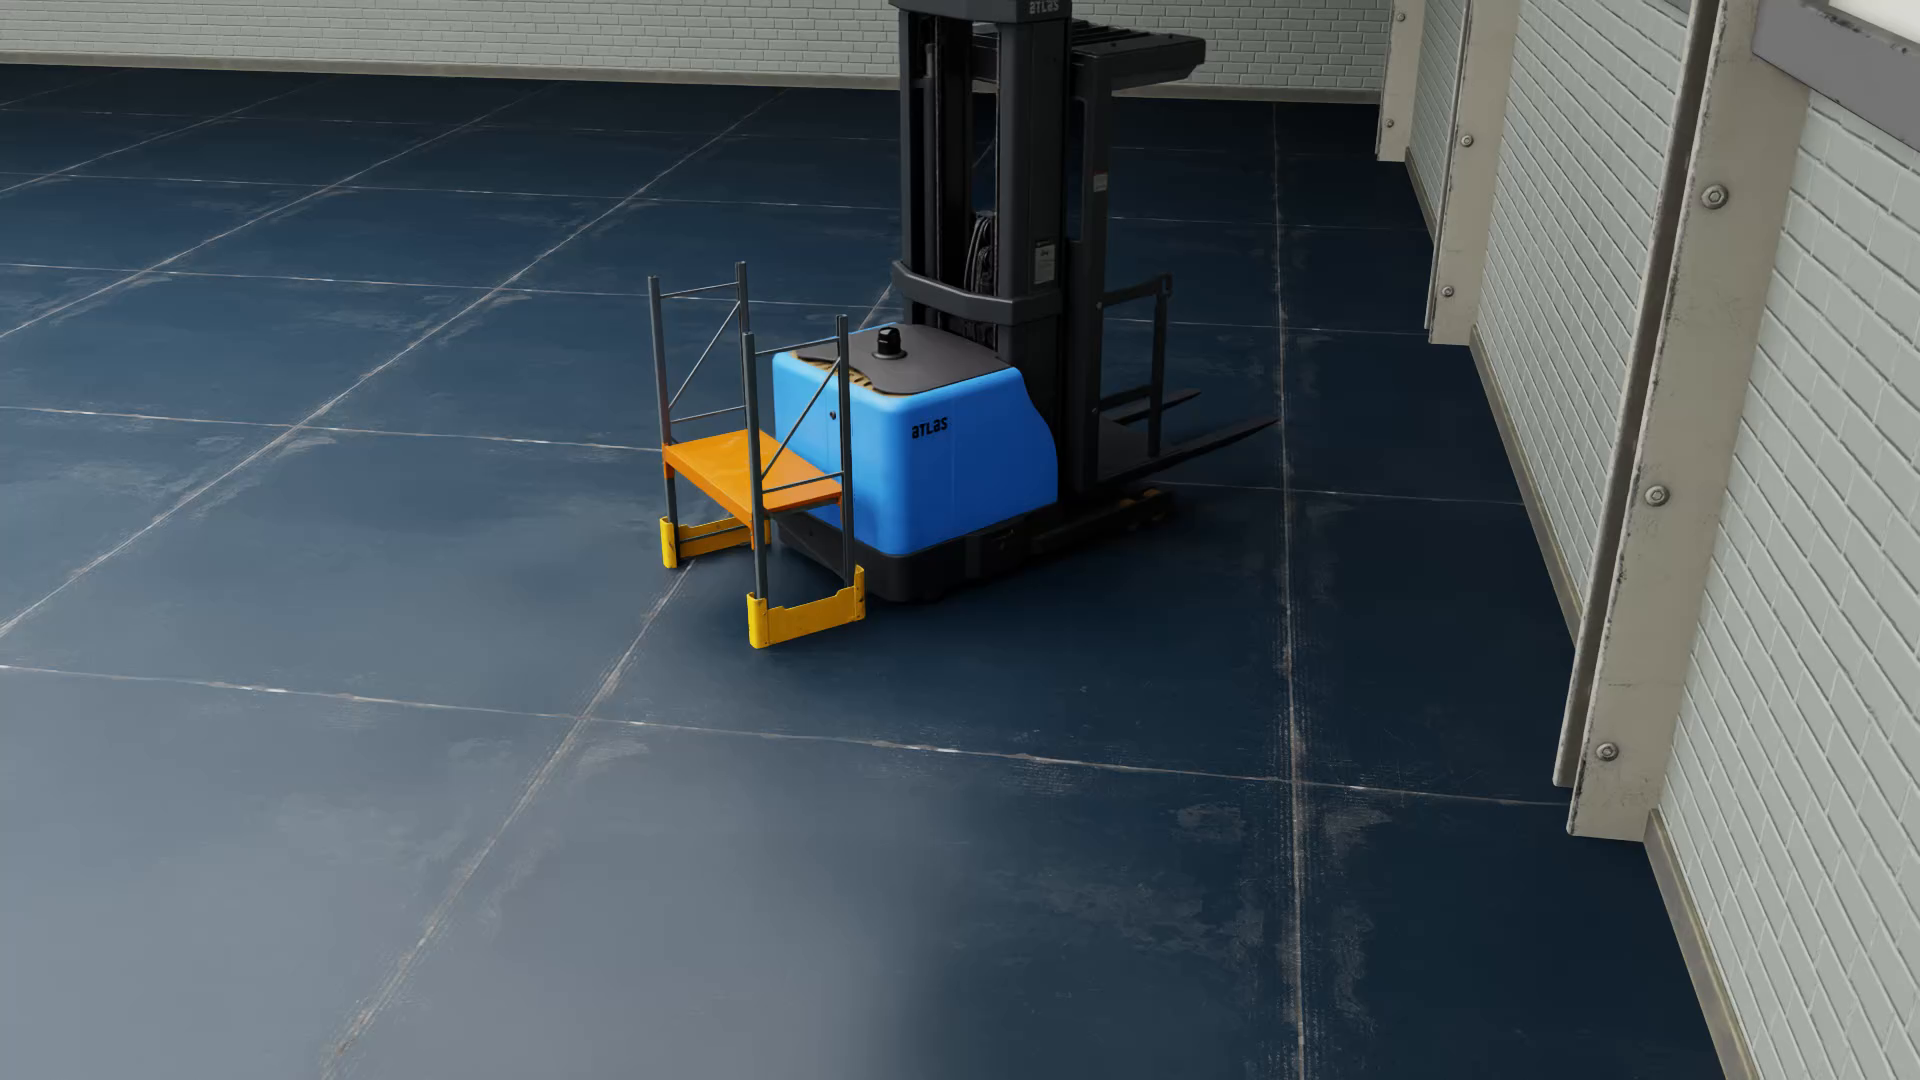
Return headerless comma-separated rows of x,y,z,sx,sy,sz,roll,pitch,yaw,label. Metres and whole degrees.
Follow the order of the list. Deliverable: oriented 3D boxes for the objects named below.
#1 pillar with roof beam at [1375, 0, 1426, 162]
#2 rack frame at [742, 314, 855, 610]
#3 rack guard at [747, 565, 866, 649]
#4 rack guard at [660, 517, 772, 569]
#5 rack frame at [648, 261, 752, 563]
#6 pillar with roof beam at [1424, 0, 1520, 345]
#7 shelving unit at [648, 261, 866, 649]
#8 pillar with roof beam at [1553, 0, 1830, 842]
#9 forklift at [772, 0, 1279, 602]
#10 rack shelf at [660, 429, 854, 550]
0.221,-8.340,15.952,9.100,9.000,0.400,4,25,9,pillar with roof beam
-0.713,-0.256,7.527,0.500,1.500,0.032,-15,29,-29,rack frame
-0.714,0.310,7.793,0.587,0.250,0.087,-15,29,-29,rack guard
-1.251,-0.046,8.553,0.587,0.250,0.087,-15,29,-29,rack guard
-1.261,-0.619,8.303,0.500,1.500,0.032,-15,29,-29,rack frame
-0.759,-5.830,10.591,9.100,9.000,0.400,4,25,9,pillar with roof beam
-0.982,-0.434,7.908,0.587,1.500,1.083,-15,29,-29,shelving unit
-1.740,-3.321,5.230,9.100,9.000,0.400,4,25,9,pillar with roof beam
0.507,-1.532,8.566,3.031,2.935,1.130,-20,32,-36,forklift
-0.987,-0.274,7.991,0.538,0.185,1.000,-15,29,-29,rack shelf
